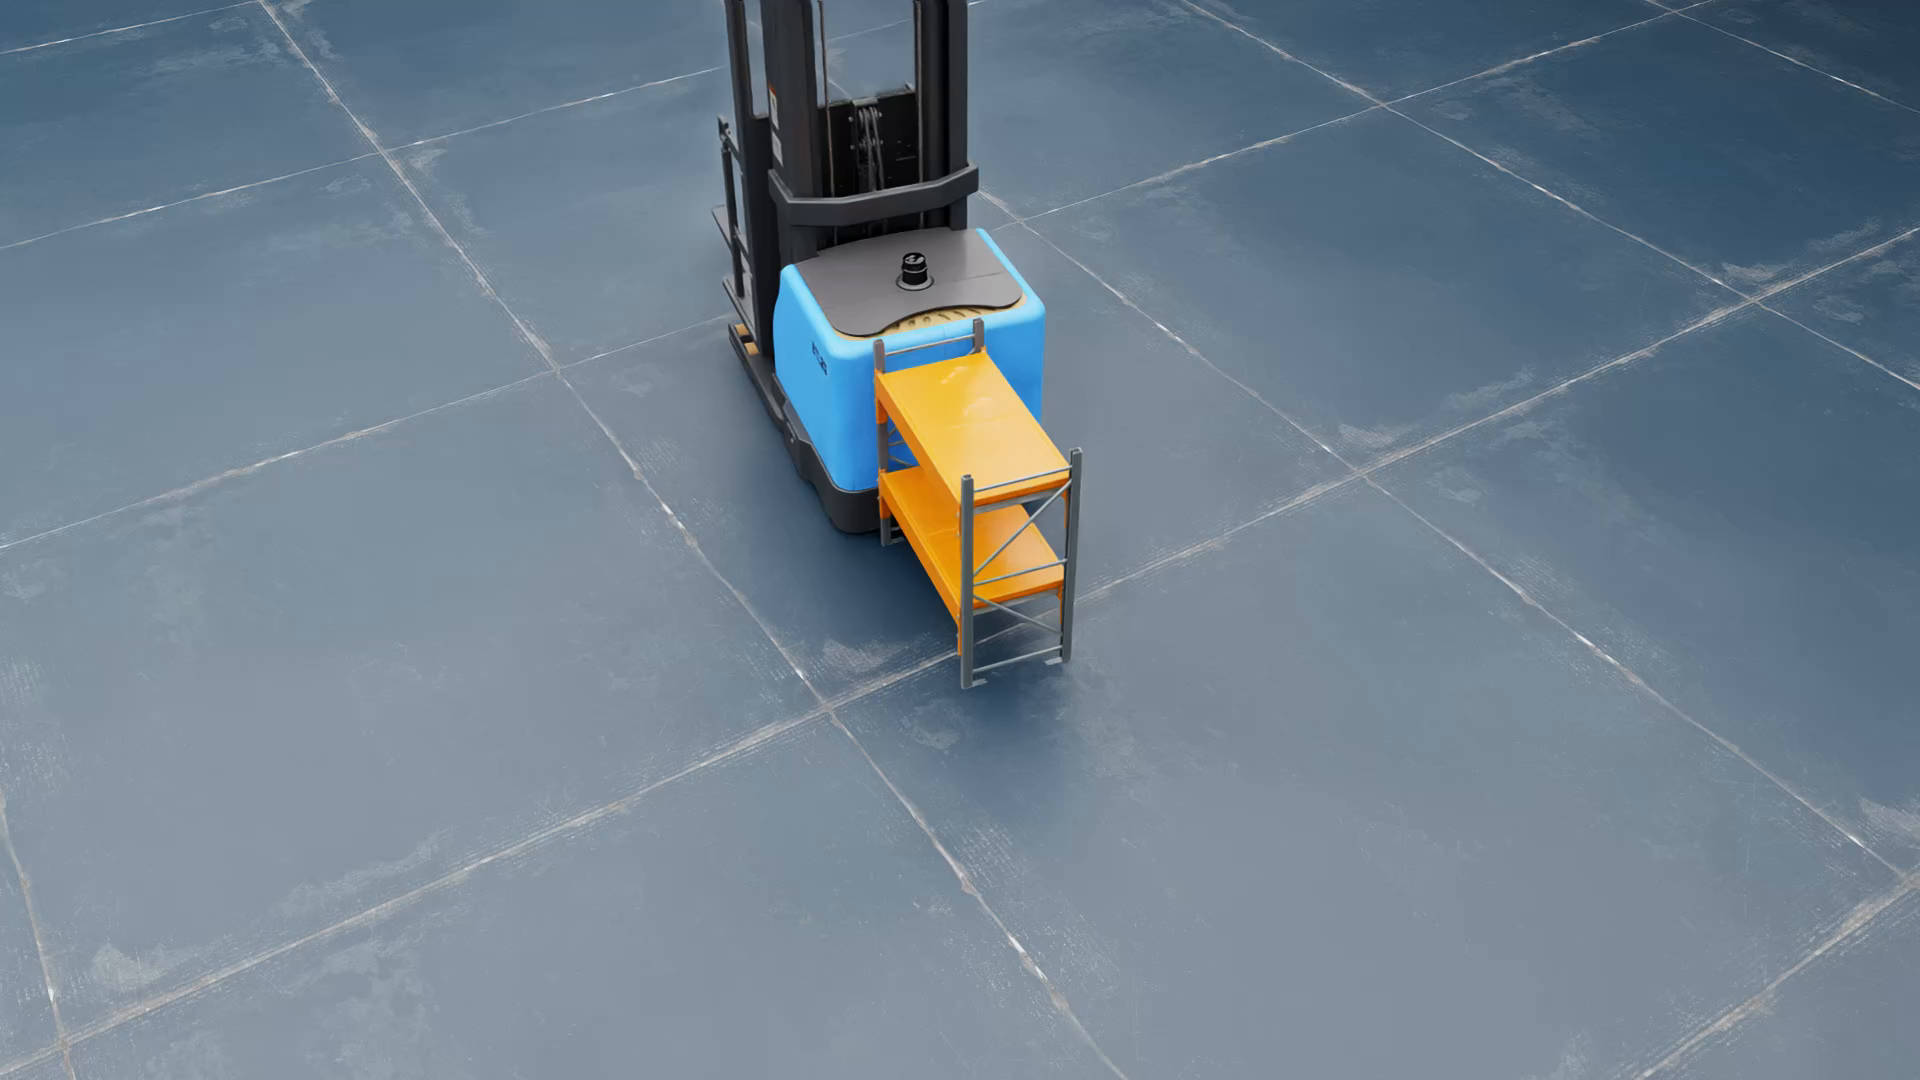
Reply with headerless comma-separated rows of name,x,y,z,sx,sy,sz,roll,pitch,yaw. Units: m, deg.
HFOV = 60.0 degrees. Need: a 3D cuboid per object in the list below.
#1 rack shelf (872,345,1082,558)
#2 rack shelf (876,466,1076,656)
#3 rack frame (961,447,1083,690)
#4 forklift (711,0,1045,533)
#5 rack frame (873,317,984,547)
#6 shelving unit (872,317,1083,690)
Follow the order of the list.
rack shelf,0.054,-0.390,6.943,0.538,0.278,1.000,-14,42,-16
rack shelf,0.054,0.022,7.287,0.538,0.278,1.000,-14,42,-16
rack frame,0.241,0.137,6.767,0.500,1.125,0.032,-14,42,-16
forklift,-0.607,-2.106,8.049,1.130,2.935,3.031,-14,42,-16
rack frame,-0.133,-0.468,7.494,0.500,1.125,0.032,-14,42,-16
shelving unit,0.054,-0.165,7.130,0.538,1.125,1.048,-14,42,-16
